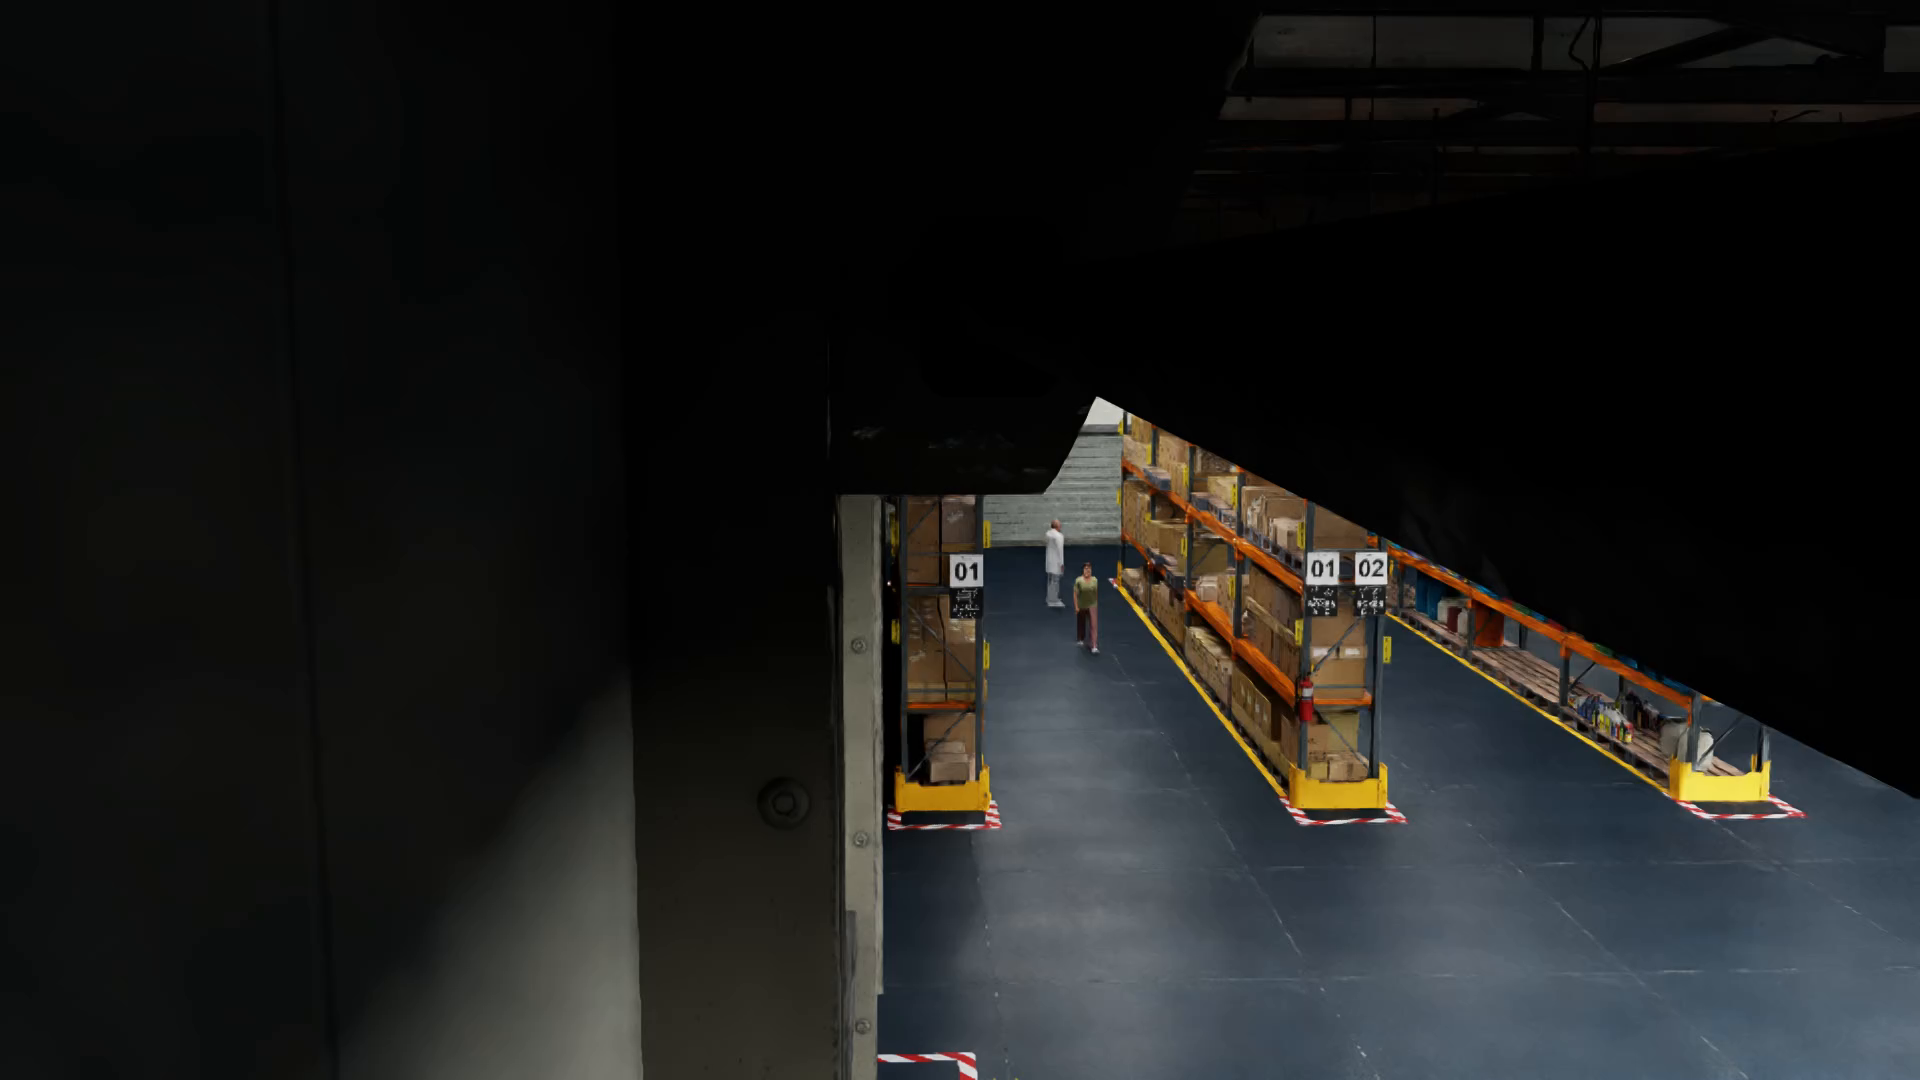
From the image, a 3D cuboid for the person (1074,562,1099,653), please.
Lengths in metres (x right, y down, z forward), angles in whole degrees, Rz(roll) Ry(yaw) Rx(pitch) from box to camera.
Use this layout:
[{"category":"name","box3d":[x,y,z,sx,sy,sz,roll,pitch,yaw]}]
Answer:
[{"category":"person","box3d":[2.245,1.170,29.623,0.448,1.590,1.110,0,8,0]}]

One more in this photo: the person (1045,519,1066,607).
[{"category":"person","box3d":[1.957,0.445,33.841,0.448,1.782,0.678,-4,9,-24]}]
